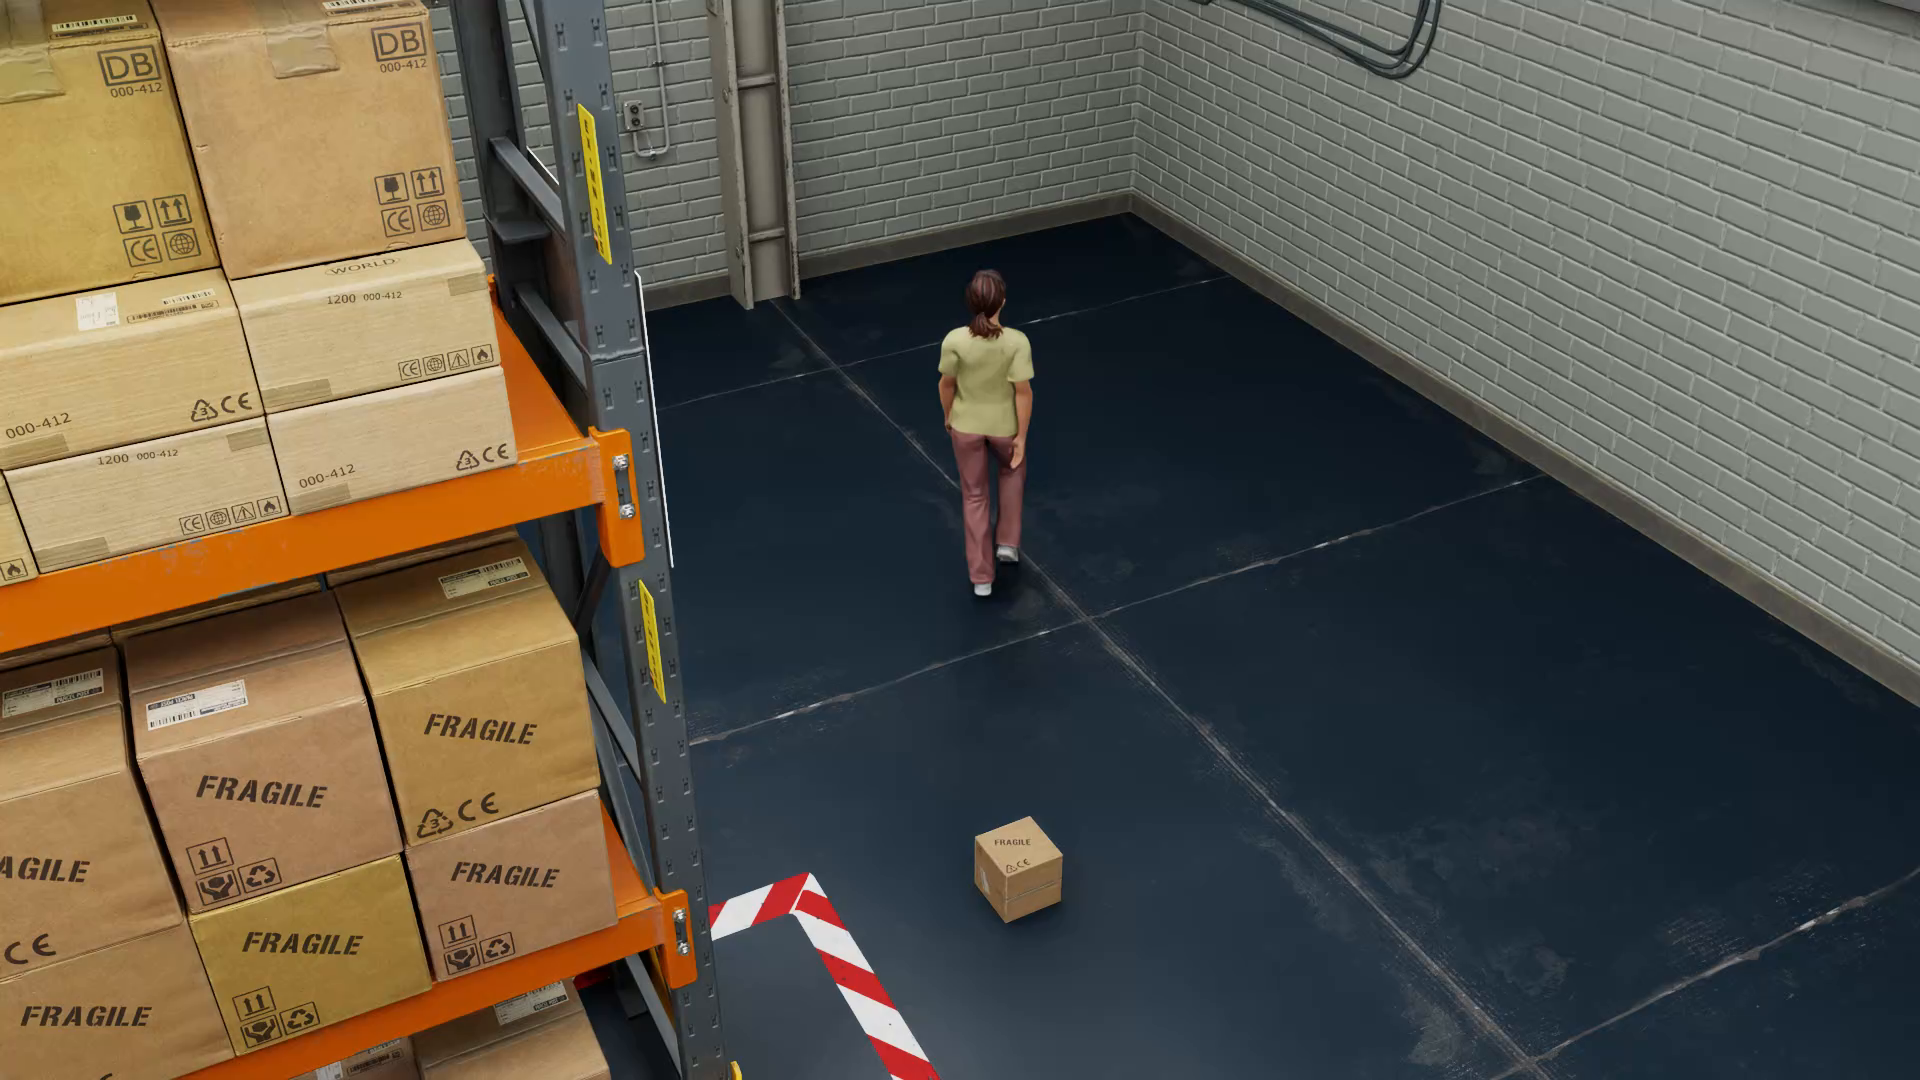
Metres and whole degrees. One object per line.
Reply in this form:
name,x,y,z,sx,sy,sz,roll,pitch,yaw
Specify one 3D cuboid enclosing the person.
person,0.121,-0.514,7.944,0.445,1.722,0.500,0,33,1
